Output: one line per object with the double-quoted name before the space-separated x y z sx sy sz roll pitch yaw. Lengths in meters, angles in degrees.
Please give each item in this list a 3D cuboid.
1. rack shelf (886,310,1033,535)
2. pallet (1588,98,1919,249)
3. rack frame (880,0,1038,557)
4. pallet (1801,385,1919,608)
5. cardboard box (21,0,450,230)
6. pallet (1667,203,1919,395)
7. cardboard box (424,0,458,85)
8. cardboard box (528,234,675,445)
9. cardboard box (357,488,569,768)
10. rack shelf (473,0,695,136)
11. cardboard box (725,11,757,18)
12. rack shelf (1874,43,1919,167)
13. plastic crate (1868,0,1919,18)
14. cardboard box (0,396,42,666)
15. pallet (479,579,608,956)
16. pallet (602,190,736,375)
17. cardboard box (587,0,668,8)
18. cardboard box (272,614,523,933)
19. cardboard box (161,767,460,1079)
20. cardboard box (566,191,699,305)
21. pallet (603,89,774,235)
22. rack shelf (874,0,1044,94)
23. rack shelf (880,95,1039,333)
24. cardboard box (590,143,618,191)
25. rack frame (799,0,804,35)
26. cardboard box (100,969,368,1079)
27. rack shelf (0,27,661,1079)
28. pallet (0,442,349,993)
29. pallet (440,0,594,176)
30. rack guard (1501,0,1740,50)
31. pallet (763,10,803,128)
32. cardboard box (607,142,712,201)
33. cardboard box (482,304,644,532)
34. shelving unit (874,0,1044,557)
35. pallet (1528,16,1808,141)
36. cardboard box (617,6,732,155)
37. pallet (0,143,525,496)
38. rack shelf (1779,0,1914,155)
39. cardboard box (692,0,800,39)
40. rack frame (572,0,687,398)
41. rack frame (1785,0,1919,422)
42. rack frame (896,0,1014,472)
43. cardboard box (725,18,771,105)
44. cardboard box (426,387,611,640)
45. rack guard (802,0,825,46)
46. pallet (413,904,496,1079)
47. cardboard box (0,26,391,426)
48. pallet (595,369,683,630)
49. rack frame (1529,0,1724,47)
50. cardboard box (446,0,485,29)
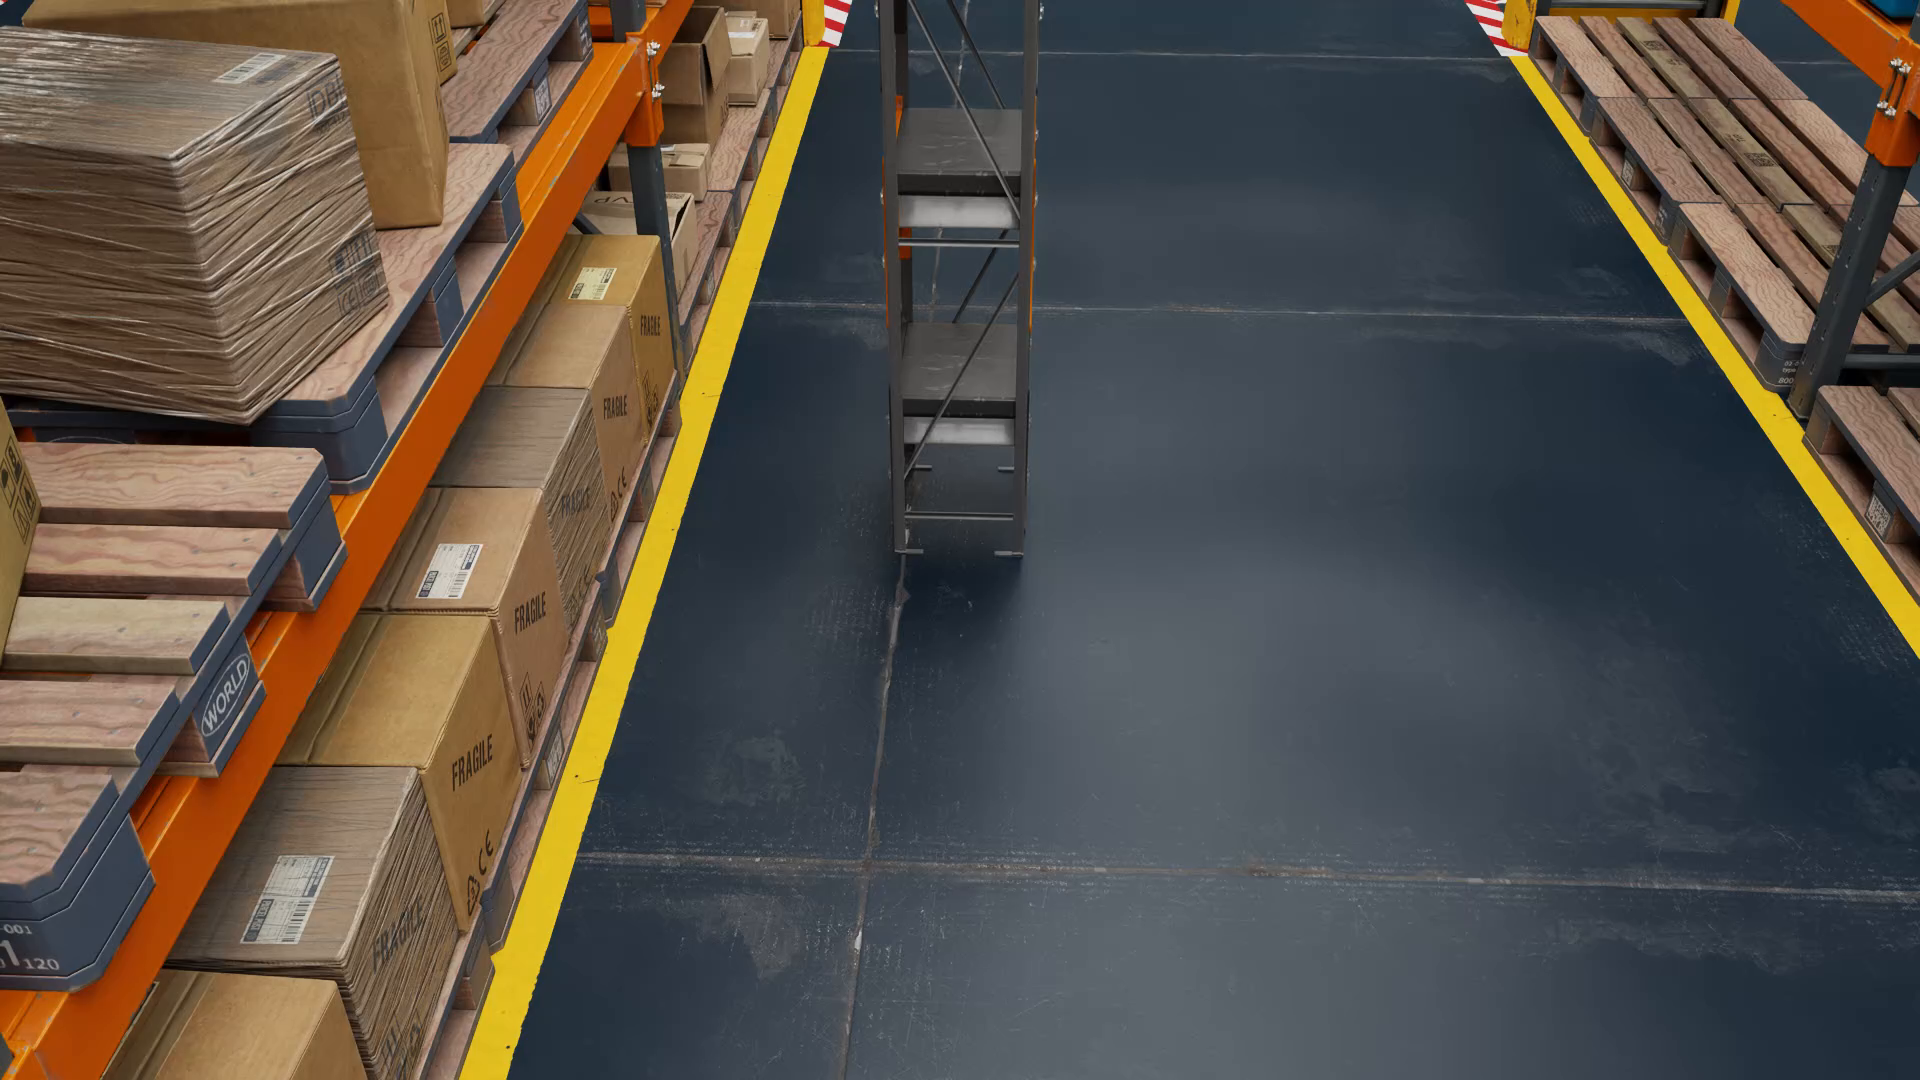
"rack shelf" 0.007 -0.370 5.192 0.431 0.518 0.480 1 35 2
"pallet" 3.485 -1.653 7.418 1.003 0.211 1.213 1 35 2
"rack frame" -0.003 -0.814 4.582 0.400 2.100 0.015 1 35 2
"pallet" 3.375 -0.084 5.186 1.003 0.211 1.213 1 35 2
"cardboard box" -1.511 -0.980 3.584 0.700 0.500 0.500 -7 36 -10
"pallet" 3.438 -0.950 6.418 1.003 0.211 1.213 1 35 2
"cardboard box" -1.708 -1.333 4.086 0.700 0.500 0.500 7 36 9
"cardboard box" -1.235 -0.651 5.359 0.500 0.500 0.500 1 35 2
"cardboard box" -1.302 0.213 4.130 0.500 0.500 0.500 0 35 0
"rack shelf" -1.421 -2.639 7.022 1.077 0.370 4.000 1 35 2
"cardboard box" -1.223 -2.554 8.357 0.380 0.166 0.250 1 35 2
"rack shelf" 3.367 -0.224 3.586 1.077 0.370 4.000 1 35 2
"plastic crate" 3.126 -1.962 5.394 0.392 0.384 0.575 1 35 2
"cardboard box" -1.750 -0.063 2.279 0.700 0.500 0.500 -10 36 -14
"pallet" -1.543 0.528 4.315 1.003 0.211 1.213 1 35 2
"pallet" -1.473 -1.038 6.543 1.003 0.211 1.213 1 35 2
"cardboard box" -1.209 -2.111 5.559 0.500 0.500 0.500 2 35 3
"cardboard box" -1.318 0.513 3.703 0.500 0.500 0.500 1 35 1
"cardboard box" -1.343 0.801 3.293 0.500 0.500 0.500 0 35 0
"cardboard box" -1.269 -1.100 6.162 0.500 0.311 0.500 1 35 2
"pallet" -1.427 -1.740 7.543 1.003 0.211 1.213 1 35 2
"rack shelf" 0.007 -1.516 4.387 0.431 0.518 0.480 1 35 2
"rack shelf" 0.007 -0.943 4.789 0.431 0.518 0.480 1 35 2
"cardboard box" -1.732 -1.629 6.915 0.500 0.311 0.500 1 35 2
"rack frame" -1.341 -4.082 8.450 1.000 3.000 0.127 1 35 2
"cardboard box" -1.358 1.102 2.865 0.500 0.500 0.500 3 35 4
"rack shelf" -1.582 -0.341 3.752 1.077 0.370 4.000 1 35 2
"pallet" -1.705 0.202 2.521 1.213 0.211 1.003 1 35 2
"pallet" -1.643 -1.249 4.585 1.003 0.211 1.213 1 35 2
"rack guard" 3.596 -2.957 9.023 1.175 0.500 0.348 1 35 2
"pallet" -1.375 -2.439 8.538 1.003 0.211 1.213 1 35 2
"cardboard box" -1.244 -1.538 6.911 0.380 0.166 0.250 1 35 2
"cardboard box" -1.263 -0.367 4.955 0.500 0.500 0.500 1 35 2
"shelving unit" 0.007 -0.954 4.782 0.431 2.100 0.503 1 35 2
"pallet" 3.536 -2.352 8.413 1.003 0.211 1.213 1 35 2
"cardboard box" -1.431 -2.022 7.307 0.797 0.503 0.637 1 35 2
"pallet" -1.589 -0.525 3.555 1.003 0.211 1.213 1 35 2
"rack shelf" 3.528 -2.522 6.856 1.077 0.370 4.000 1 35 2
"cardboard box" -1.117 -2.921 8.589 0.500 0.500 0.500 1 35 2
"rack frame" -1.502 -1.784 5.180 1.000 3.000 0.127 1 35 2
"rack frame" 3.448 -1.667 5.014 1.000 3.000 0.127 1 35 2
"rack frame" 0.016 -1.094 4.981 0.400 2.100 0.015 1 35 2
"cardboard box" -1.185 -2.274 7.886 0.500 0.250 0.500 1 35 2
"cardboard box" -1.284 -0.079 4.545 0.500 0.500 0.500 2 35 2
"rack guard" -1.344 -3.016 9.106 1.175 0.500 0.348 1 35 2
"pallet" -1.594 1.227 3.321 1.003 0.211 1.213 1 35 2
"cardboard box" -1.522 -0.584 3.020 0.700 0.500 0.500 8 36 11
"pallet" -1.496 -0.175 5.315 1.003 0.211 1.213 1 35 2
"rack frame" 3.608 -3.966 8.284 1.000 3.000 0.127 1 35 2
"cardboard box" -1.744 -1.730 4.650 0.700 0.500 0.500 -10 36 -14
